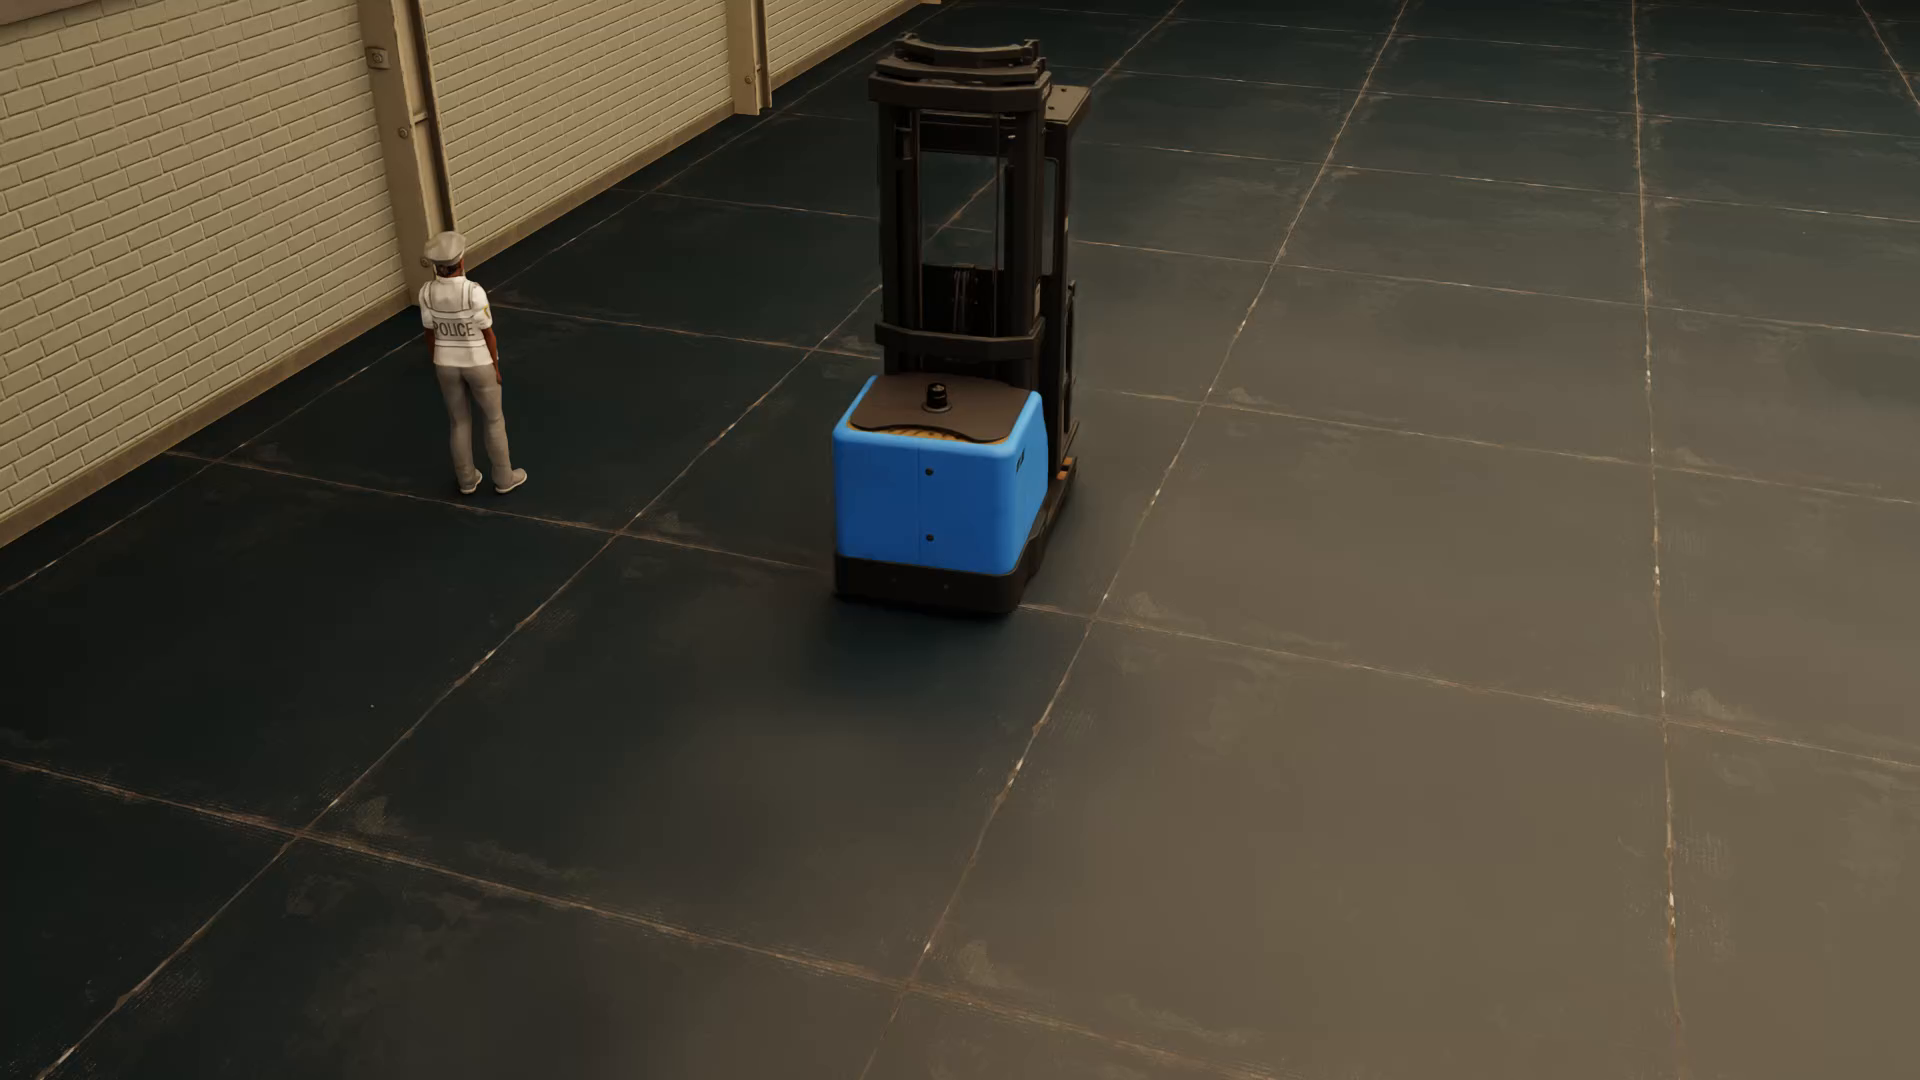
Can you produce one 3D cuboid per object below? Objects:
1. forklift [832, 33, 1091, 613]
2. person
[{"bbox_3d":[0.134,-1.583,9.914,1.130,2.935,3.031,7,30,12],"label":"forklift"},{"bbox_3d":[-3.039,-1.079,10.287,0.449,1.693,0.345,2,30,3],"label":"person"}]
